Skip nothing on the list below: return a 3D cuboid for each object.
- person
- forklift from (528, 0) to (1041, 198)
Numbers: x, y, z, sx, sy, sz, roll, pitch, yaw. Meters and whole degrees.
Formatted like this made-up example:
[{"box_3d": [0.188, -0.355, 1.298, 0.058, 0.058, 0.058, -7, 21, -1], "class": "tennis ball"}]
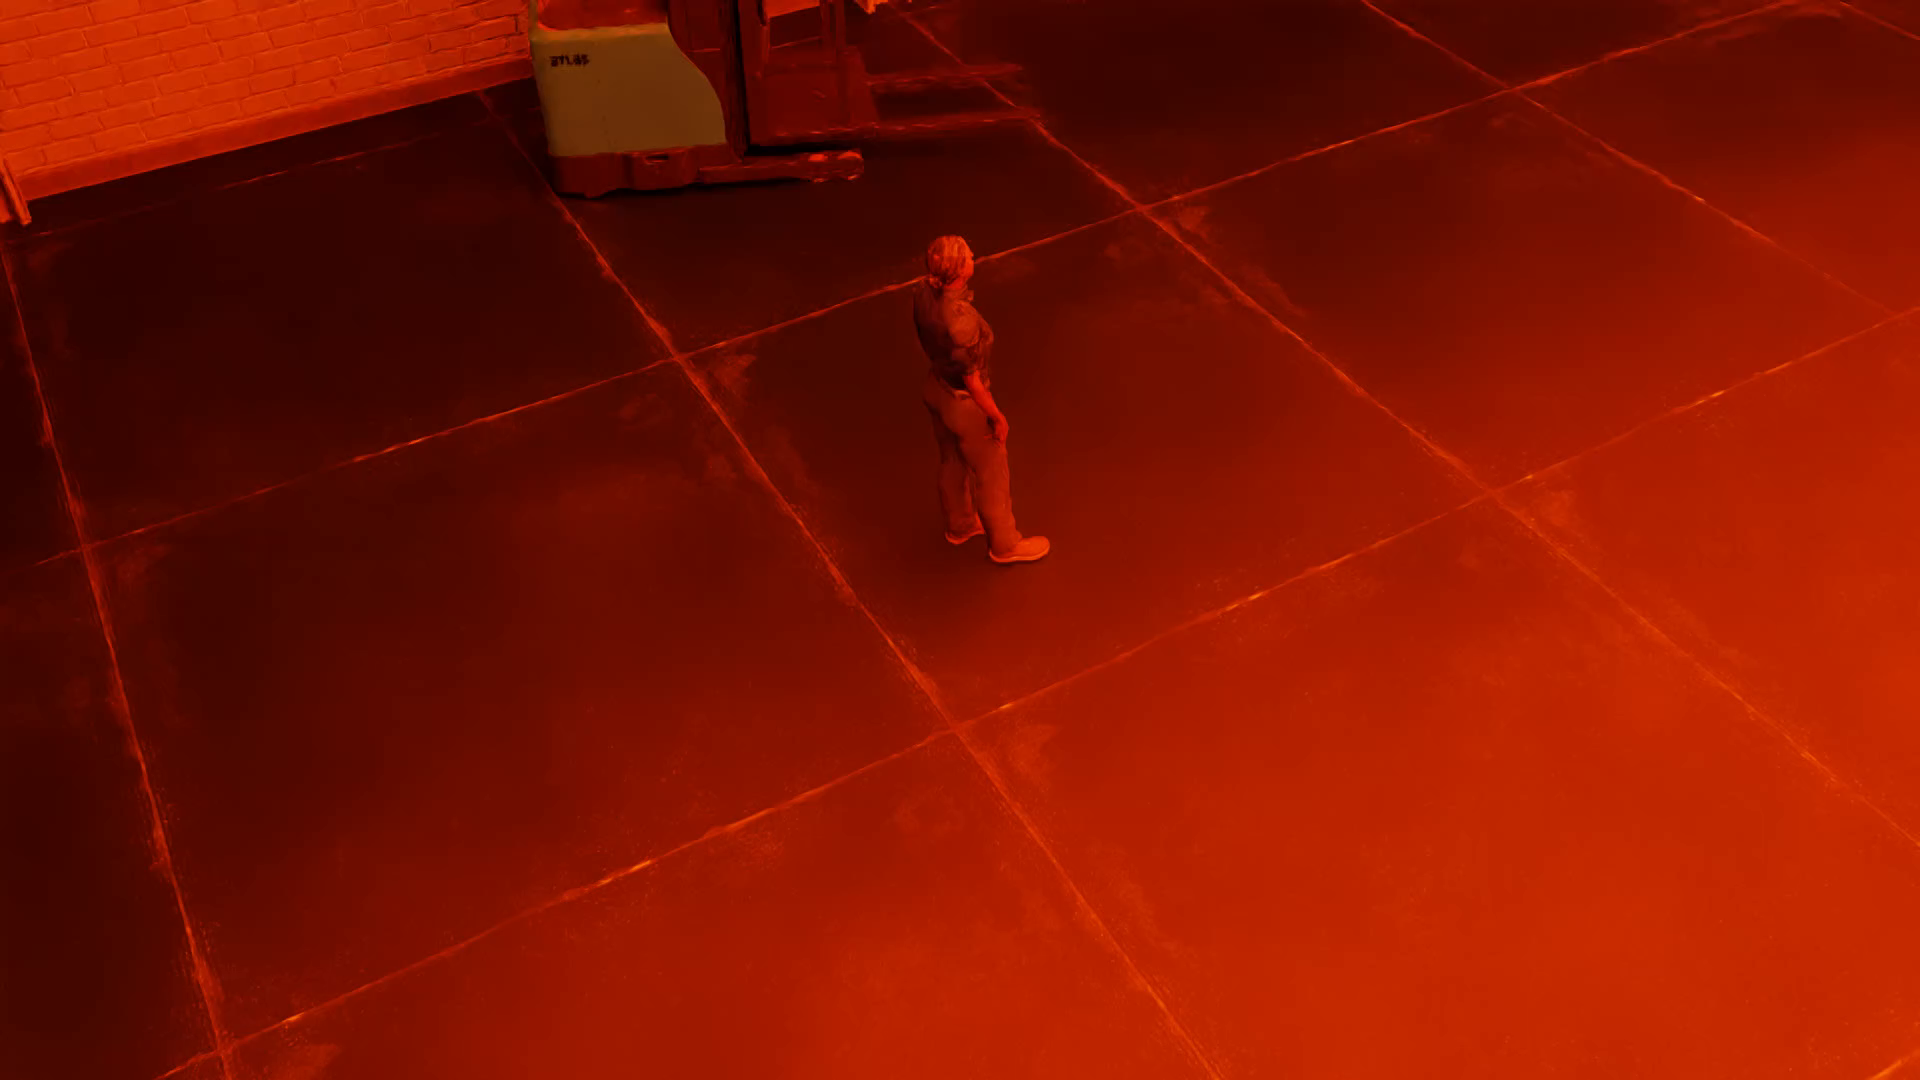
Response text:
[{"box_3d": [0.086, -0.625, 7.310, 0.503, 1.641, 0.570, -21, 47, -21], "class": "person"}, {"box_3d": [-1.039, -3.622, 9.603, 3.031, 2.935, 1.130, -7, 43, -7], "class": "forklift"}]
